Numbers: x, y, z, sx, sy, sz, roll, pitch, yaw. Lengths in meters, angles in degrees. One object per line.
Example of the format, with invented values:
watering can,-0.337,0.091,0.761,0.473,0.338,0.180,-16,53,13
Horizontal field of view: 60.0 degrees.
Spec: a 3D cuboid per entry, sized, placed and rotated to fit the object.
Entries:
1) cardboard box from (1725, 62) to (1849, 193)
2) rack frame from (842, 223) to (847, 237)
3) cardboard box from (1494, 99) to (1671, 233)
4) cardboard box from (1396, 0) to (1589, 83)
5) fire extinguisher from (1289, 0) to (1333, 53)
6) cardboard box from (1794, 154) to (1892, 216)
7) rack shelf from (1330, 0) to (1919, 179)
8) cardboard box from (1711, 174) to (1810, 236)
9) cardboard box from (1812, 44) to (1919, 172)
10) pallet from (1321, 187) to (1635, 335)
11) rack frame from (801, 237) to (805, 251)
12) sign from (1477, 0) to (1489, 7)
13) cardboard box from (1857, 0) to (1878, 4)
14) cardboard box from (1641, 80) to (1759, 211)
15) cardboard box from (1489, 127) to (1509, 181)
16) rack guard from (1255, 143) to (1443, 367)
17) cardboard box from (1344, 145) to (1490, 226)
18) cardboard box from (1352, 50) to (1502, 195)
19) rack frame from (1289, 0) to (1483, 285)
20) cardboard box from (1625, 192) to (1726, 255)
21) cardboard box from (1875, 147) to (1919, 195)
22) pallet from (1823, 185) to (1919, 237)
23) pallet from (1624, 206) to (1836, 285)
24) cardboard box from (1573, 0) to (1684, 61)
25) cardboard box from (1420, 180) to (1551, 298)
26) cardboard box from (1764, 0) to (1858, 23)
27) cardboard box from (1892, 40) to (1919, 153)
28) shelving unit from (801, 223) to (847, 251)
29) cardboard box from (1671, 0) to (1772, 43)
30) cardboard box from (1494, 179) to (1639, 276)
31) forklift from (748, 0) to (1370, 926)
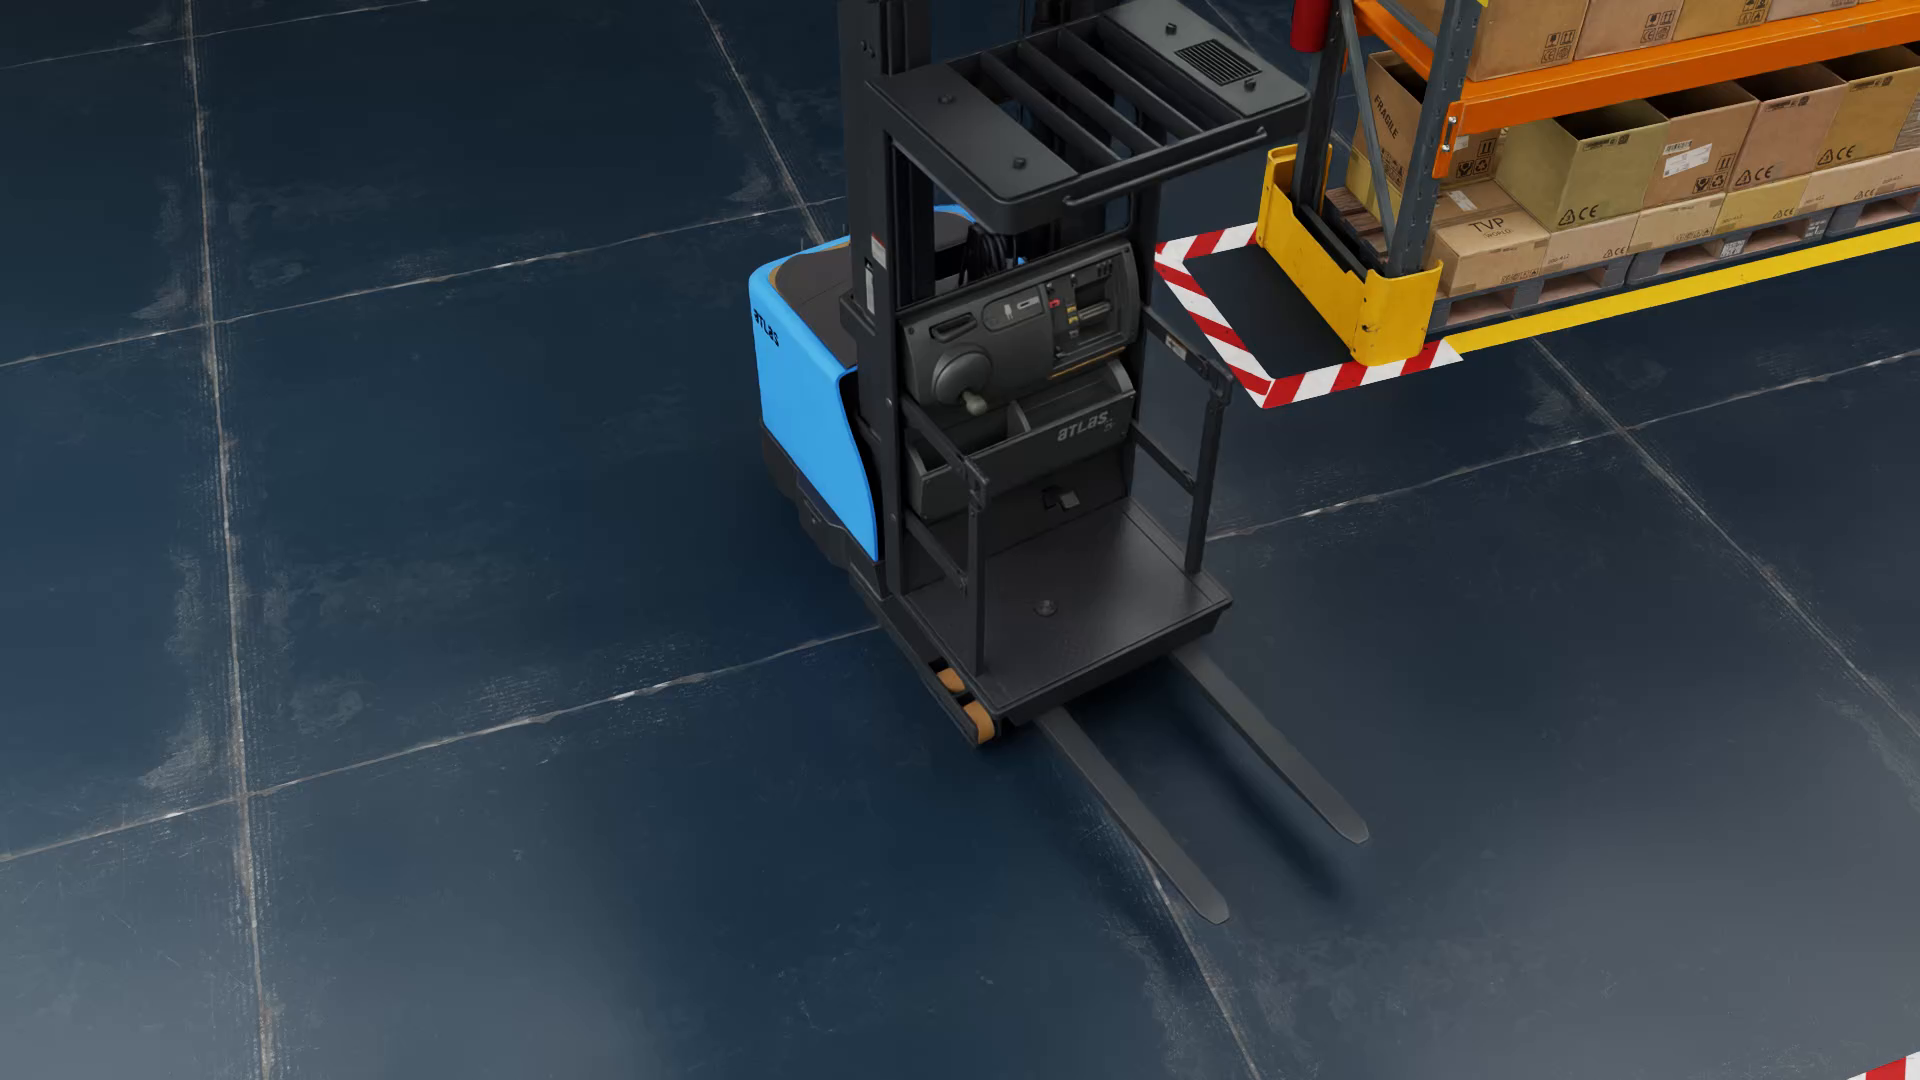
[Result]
cardboard box,3.886,-2.086,8.136,0.500,0.500,0.500,-14,47,-14
rack frame,-0.439,-0.971,7.392,0.006,0.900,0.240,-24,50,-22
cardboard box,2.944,-1.848,7.899,0.500,0.500,0.500,-14,47,-14
cardboard box,2.338,-2.443,7.305,0.500,0.500,0.700,-14,47,-14
fire extinguisher,1.625,-2.557,7.545,0.183,0.674,0.296,-14,47,-14
cardboard box,4.356,-1.942,8.522,0.500,0.250,0.500,-14,47,-14
rack shelf,3.775,-2.531,7.972,4.000,0.370,1.077,-14,47,-14
cardboard box,3.886,-1.822,8.402,0.500,0.250,0.500,-14,47,-14
cardboard box,4.351,-2.215,8.265,0.500,0.500,0.500,-14,47,-14
pallet,2.599,-1.531,8.436,1.213,0.211,1.003,-14,47,-14
rack frame,-0.613,-0.896,7.317,0.006,0.900,0.240,-24,50,-22
sign,2.077,-2.266,6.533,0.005,0.325,0.100,-14,47,-14
cardboard box,4.274,-2.941,7.802,0.500,0.500,0.700,-14,47,-13
cardboard box,3.410,-1.977,8.027,0.500,0.500,0.500,-14,47,-14
cardboard box,2.764,-1.935,8.515,0.500,0.250,0.500,-14,47,-14
rack guard,1.872,-1.415,8.117,0.348,0.500,1.175,-14,47,-14
cardboard box,2.298,-1.807,8.387,0.500,0.250,0.500,-14,47,-14
cardboard box,2.298,-2.073,8.123,0.500,0.500,0.500,-14,47,-14
rack frame,1.894,-2.304,7.237,0.127,3.000,1.000,-14,47,-14
cardboard box,3.414,-1.705,8.285,0.500,0.250,0.500,-14,47,-14
cardboard box,4.821,-2.072,8.652,0.500,0.250,0.500,-14,47,-14
pallet,4.894,-2.118,9.021,1.213,0.211,1.003,-14,47,-14
pallet,3.745,-1.822,8.726,1.213,0.211,1.003,-14,47,-14
cardboard box,2.830,-2.572,7.434,0.500,0.500,0.700,-13,47,-13
cardboard box,2.474,-1.462,8.043,0.500,0.250,0.500,-14,47,-14
cardboard box,3.793,-2.817,7.678,0.500,0.500,0.700,-13,47,-13
cardboard box,4.820,-2.338,8.387,0.500,0.500,0.500,-14,47,-14
shelving unit,-0.526,-0.934,7.354,0.210,0.900,0.258,-24,50,-22
cardboard box,3.299,-2.688,7.550,0.500,0.500,0.700,-14,47,-14
cardboard box,2.943,-1.585,8.166,0.500,0.250,0.500,-14,47,-14
forklift,0.338,-0.644,5.632,1.130,2.935,3.031,-23,50,-22
